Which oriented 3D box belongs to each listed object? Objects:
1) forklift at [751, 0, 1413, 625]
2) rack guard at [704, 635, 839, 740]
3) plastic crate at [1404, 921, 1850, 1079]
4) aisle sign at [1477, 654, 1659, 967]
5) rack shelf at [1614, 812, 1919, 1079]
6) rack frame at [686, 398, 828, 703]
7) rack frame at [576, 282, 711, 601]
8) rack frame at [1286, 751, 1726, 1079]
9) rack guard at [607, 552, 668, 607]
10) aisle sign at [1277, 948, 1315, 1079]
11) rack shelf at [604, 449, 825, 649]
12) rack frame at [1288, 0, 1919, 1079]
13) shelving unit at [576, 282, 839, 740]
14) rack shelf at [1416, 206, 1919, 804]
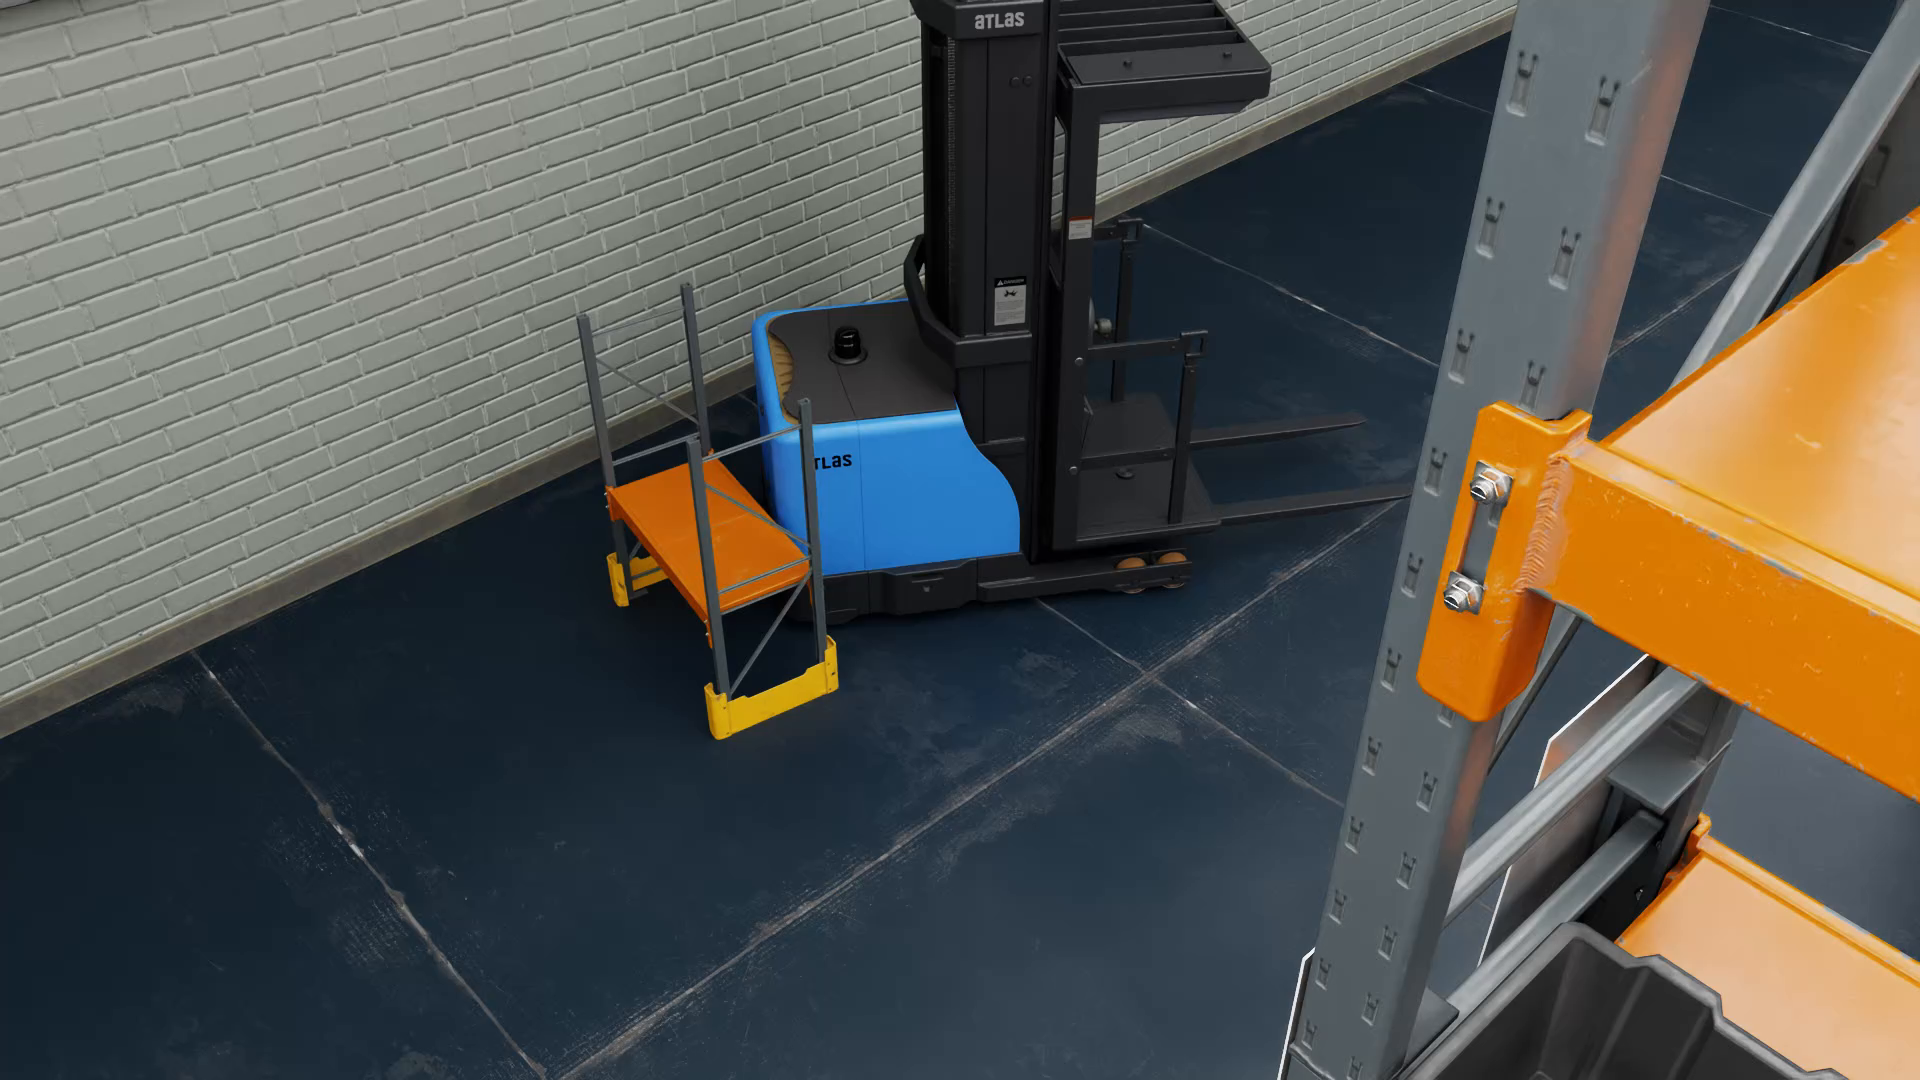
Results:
[{"bbox_3d":[0.611,-1.215,7.129,3.031,2.935,1.130,-7,39,-9],"label":"forklift"},{"bbox_3d":[-0.786,0.619,6.993,0.587,0.250,0.087,-22,44,-25],"label":"rack guard"},{"bbox_3d":[0.921,0.874,2.205,0.497,0.269,0.590,-30,48,-32],"label":"plastic crate"},{"bbox_3d":[1.033,0.524,2.852,0.394,0.787,0.004,-30,48,-32],"label":"aisle sign"},{"bbox_3d":[2.218,1.732,1.611,1.077,0.370,4.000,-30,48,-32],"label":"rack shelf"},{"bbox_3d":[-0.775,0.143,6.587,0.500,1.500,0.032,-22,44,-25],"label":"rack frame"},{"bbox_3d":[-1.325,-0.395,7.252,0.500,1.500,0.032,-22,44,-25],"label":"rack frame"},{"bbox_3d":[0.866,1.694,3.474,1.000,3.000,0.127,-30,48,-32],"label":"rack frame"},{"bbox_3d":[-1.324,0.092,7.644,0.587,0.250,0.087,-22,44,-25],"label":"rack guard"},{"bbox_3d":[0.598,0.775,2.542,0.394,0.787,0.004,-30,48,-32],"label":"aisle sign"},{"bbox_3d":[-1.050,0.014,7.033,0.538,0.185,1.000,-22,44,-25],"label":"rack shelf"},{"bbox_3d":[0.866,-0.640,1.589,1.000,3.000,0.127,-30,48,-32],"label":"rack frame"},{"bbox_3d":[-1.055,-0.131,6.926,0.587,1.500,1.083,-22,44,-25],"label":"shelving unit"},{"bbox_3d":[2.218,0.721,0.794,1.077,0.370,4.000,-30,48,-32],"label":"rack shelf"}]
